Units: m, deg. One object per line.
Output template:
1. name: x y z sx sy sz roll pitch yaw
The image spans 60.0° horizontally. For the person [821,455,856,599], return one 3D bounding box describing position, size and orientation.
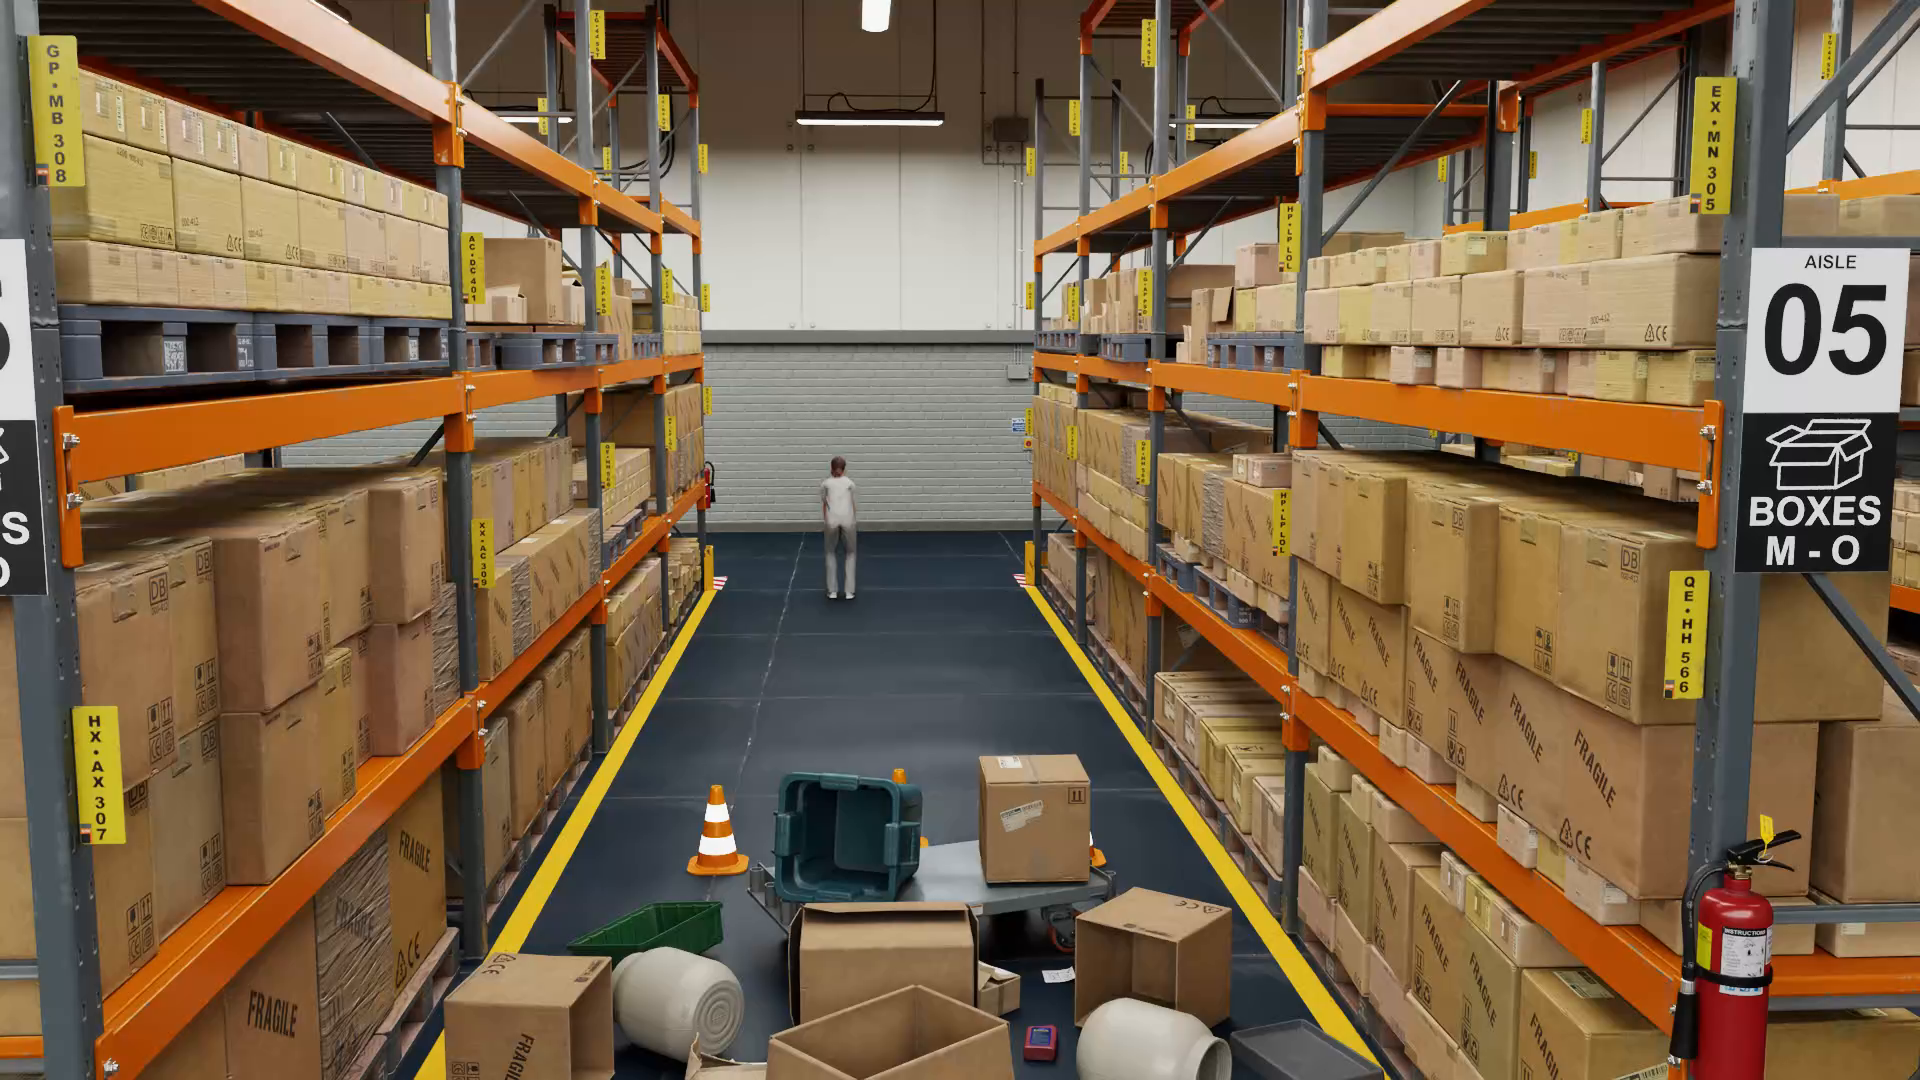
1. person: -1.398 -0.155 19.182 0.410 1.645 0.529 -1 7 -5
